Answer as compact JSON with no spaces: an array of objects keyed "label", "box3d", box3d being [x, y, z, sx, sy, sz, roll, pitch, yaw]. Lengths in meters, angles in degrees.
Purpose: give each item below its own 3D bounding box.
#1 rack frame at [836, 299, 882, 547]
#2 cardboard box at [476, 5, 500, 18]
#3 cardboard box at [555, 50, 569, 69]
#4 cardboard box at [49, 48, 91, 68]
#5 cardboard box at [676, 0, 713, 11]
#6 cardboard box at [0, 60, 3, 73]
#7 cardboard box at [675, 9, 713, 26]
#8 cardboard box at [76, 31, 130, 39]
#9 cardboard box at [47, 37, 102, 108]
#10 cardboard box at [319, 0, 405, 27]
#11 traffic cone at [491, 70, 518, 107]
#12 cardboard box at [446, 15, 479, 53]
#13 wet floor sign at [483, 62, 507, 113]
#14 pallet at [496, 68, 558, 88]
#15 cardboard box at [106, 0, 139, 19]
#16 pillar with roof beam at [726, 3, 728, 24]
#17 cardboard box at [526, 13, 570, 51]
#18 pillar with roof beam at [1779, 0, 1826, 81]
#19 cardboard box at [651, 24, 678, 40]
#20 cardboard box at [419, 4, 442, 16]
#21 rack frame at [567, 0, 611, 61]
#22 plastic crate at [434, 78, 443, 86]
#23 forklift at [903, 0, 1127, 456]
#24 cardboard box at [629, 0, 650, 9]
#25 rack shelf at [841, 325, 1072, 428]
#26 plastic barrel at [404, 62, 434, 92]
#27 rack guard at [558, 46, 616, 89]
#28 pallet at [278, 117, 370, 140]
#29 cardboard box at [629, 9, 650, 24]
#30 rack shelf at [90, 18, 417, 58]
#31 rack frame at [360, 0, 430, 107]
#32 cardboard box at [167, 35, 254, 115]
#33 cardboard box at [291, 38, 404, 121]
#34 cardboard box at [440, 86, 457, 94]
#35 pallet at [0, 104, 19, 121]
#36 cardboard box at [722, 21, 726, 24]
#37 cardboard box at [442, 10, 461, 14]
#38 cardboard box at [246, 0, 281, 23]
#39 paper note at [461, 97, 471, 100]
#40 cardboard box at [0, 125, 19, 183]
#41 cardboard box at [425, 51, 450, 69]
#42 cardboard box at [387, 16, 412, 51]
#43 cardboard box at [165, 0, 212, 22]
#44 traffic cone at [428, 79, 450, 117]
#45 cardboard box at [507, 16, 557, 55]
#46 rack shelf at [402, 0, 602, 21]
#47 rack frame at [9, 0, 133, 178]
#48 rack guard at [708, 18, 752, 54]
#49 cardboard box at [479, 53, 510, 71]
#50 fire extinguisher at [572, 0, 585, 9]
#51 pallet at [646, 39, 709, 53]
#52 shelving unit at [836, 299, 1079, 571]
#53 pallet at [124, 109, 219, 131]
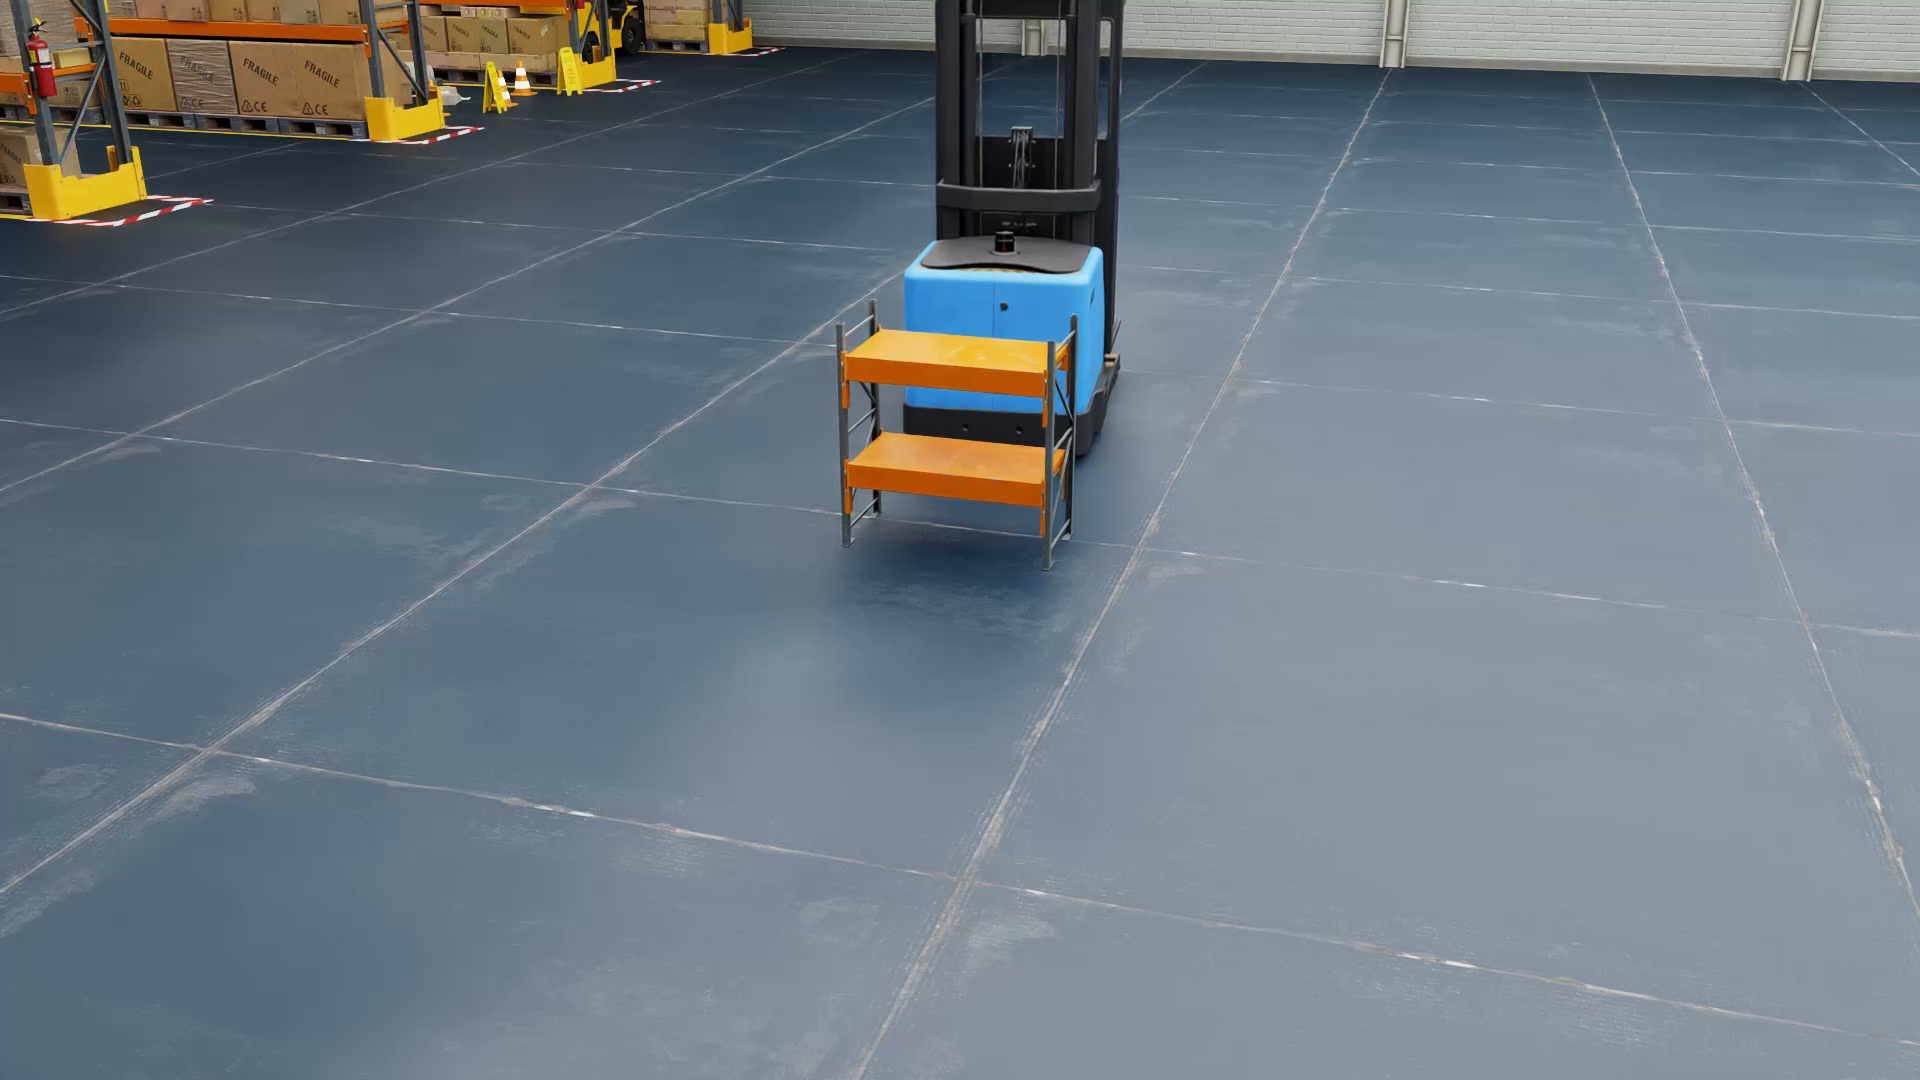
[{"label":"rack frame","box3d":[-0.493,-0.577,8.194,0.032,1.125,0.500,7,23,16]},{"label":"cardboard box","box3d":[-6.933,-7.809,24.582,0.250,0.149,0.380,7,23,16]},{"label":"cardboard box","box3d":[-6.173,-7.313,25.217,0.500,0.250,0.500,6,23,15]},{"label":"cardboard box","box3d":[-8.547,-4.603,15.871,0.250,0.149,0.380,7,23,16]},{"label":"cardboard box","box3d":[-4.581,-9.328,28.811,0.500,0.250,0.500,7,23,17]},{"label":"cardboard box","box3d":[-8.915,-4.469,15.545,0.250,0.149,0.380,7,23,16]},{"label":"cardboard box","box3d":[-4.607,-9.099,28.912,0.500,0.250,0.500,6,23,15]},{"label":"cardboard box","box3d":[-13.777,-8.397,27.034,0.875,0.875,0.875,6,23,15]},{"label":"cardboard box","box3d":[-11.263,-6.020,21.405,0.750,0.750,1.050,6,23,15]},{"label":"cardboard box","box3d":[-7.182,-6.486,19.933,0.550,0.550,0.875,7,23,16]},{"label":"traffic cone","box3d":[-6.260,-6.167,22.694,0.334,0.463,0.336,7,23,16]},{"label":"cardboard box","box3d":[-7.305,-7.578,24.874,0.500,0.500,0.500,6,23,14]},{"label":"wet floor sign","box3d":[-6.214,-6.020,22.095,0.232,0.644,0.267,3,22,6]},{"label":"pallet","box3d":[-6.321,-7.022,25.112,1.213,0.211,1.003,7,23,16]},{"label":"cardboard box","box3d":[-10.286,-6.865,20.855,0.550,0.550,0.875,7,23,16]},{"label":"pillar with roof beam","box3d":[-5.700,-11.621,24.744,0.400,9.000,9.100,7,23,16]},{"label":"cardboard box","box3d":[-6.196,-7.663,25.080,0.500,0.500,0.500,6,23,14]},{"label":"pillar with roof beam","box3d":[11.533,-9.648,19.934,0.400,9.000,9.100,7,23,16]},{"label":"cardboard box","box3d":[-5.065,-8.923,29.141,0.500,0.250,0.500,7,23,15]},{"label":"cardboard box","box3d":[-7.970,-7.928,24.871,0.250,0.149,0.380,8,24,19]},{"label":"rack frame","box3d":[-5.480,-8.202,24.314,0.127,3.000,1.000,7,23,16]},{"label":"plastic crate","box3d":[-8.044,-6.820,24.791,0.583,0.080,0.402,-1,22,-3]},{"label":"forklift","box3d":[0.441,-2.347,10.129,1.130,2.935,3.031,4,23,9]},{"label":"cardboard box","box3d":[-5.558,-9.434,29.068,0.500,0.250,0.500,7,23,16]},{"label":"rack shelf","box3d":[-0.006,-0.792,7.947,1.000,0.278,0.538,7,23,16]},{"label":"plastic barrel","box3d":[-7.895,-6.687,24.014,0.512,0.421,0.421,-14,26,-30]},{"label":"rack guard","box3d":[-5.553,-7.054,24.809,0.348,0.500,1.175,7,23,16]},{"label":"pallet","box3d":[-7.602,-5.162,20.576,1.213,0.211,1.003,7,23,15]},{"label":"cardboard box","box3d":[-5.584,-9.207,29.175,0.500,0.250,0.500,6,23,14]},{"label":"rack shelf","box3d":[-8.728,-6.279,20.573,4.000,0.370,1.077,7,23,16]},{"label":"rack frame","box3d":[-6.814,-6.393,19.902,0.127,3.000,1.000,7,23,16]},{"label":"cardboard box","box3d":[-9.197,-5.851,20.827,0.875,0.875,0.875,7,23,16]},{"label":"cardboard box","box3d":[-7.482,-5.654,20.349,0.875,0.875,0.875,7,23,16]},{"label":"cardboard box","box3d":[-7.318,-6.293,23.416,0.380,0.149,0.250,-20,29,-39]},{"label":"pallet","box3d":[-12.575,-5.731,21.964,1.213,0.211,1.003,7,23,16]},{"label":"cardboard box","box3d":[-4.464,-9.053,29.458,0.500,0.250,0.500,7,23,16]},{"label":"cardboard box","box3d":[-7.690,-7.832,25.493,0.500,0.500,0.500,8,24,18]},{"label":"cardboard box","box3d":[-8.215,-6.646,20.322,0.550,0.550,0.875,7,23,16]},{"label":"paper note","box3d":[-6.960,-6.209,23.367,0.142,0.019,0.148,-1,22,-3]},{"label":"cardboard box","box3d":[-9.518,-3.767,16.242,0.500,0.500,0.500,13,26,29]},{"label":"cardboard box","box3d":[-7.800,-7.289,25.156,0.500,0.250,0.500,6,23,15]},{"label":"cardboard box","box3d":[-8.307,-7.693,25.153,0.500,0.500,0.500,8,23,18]},{"label":"cardboard box","box3d":[-9.270,-6.711,20.479,0.550,0.550,0.875,7,23,16]},{"label":"traffic cone","box3d":[-6.912,-5.793,21.784,0.334,0.463,0.336,7,23,16]},{"label":"cardboard box","box3d":[-6.323,-7.465,24.597,0.500,0.500,0.500,7,23,16]},{"label":"rack shelf","box3d":[-7.395,-8.089,24.985,4.000,0.370,1.077,7,23,16]},{"label":"rack frame","box3d":[-8.343,-4.602,15.536,0.127,3.000,1.000,7,23,16]},{"label":"rack guard","box3d":[-4.027,-8.847,29.179,0.348,0.500,1.175,7,23,16]},{"label":"cardboard box","box3d":[-6.826,-7.175,24.879,0.500,0.250,0.500,7,23,16]},{"label":"fire extinguisher","box3d":[-5.504,-7.987,23.890,0.183,0.674,0.296,7,23,16]},{"label":"pallet","box3d":[-4.794,-8.785,29.408,1.213,0.211,1.003,7,23,16]},{"label":"shelving unit","box3d":[-0.006,-0.521,8.058,1.048,1.125,0.538,7,23,16]},{"label":"pallet","box3d":[-9.938,-5.429,21.228,1.213,0.211,1.003,7,23,15]}]
